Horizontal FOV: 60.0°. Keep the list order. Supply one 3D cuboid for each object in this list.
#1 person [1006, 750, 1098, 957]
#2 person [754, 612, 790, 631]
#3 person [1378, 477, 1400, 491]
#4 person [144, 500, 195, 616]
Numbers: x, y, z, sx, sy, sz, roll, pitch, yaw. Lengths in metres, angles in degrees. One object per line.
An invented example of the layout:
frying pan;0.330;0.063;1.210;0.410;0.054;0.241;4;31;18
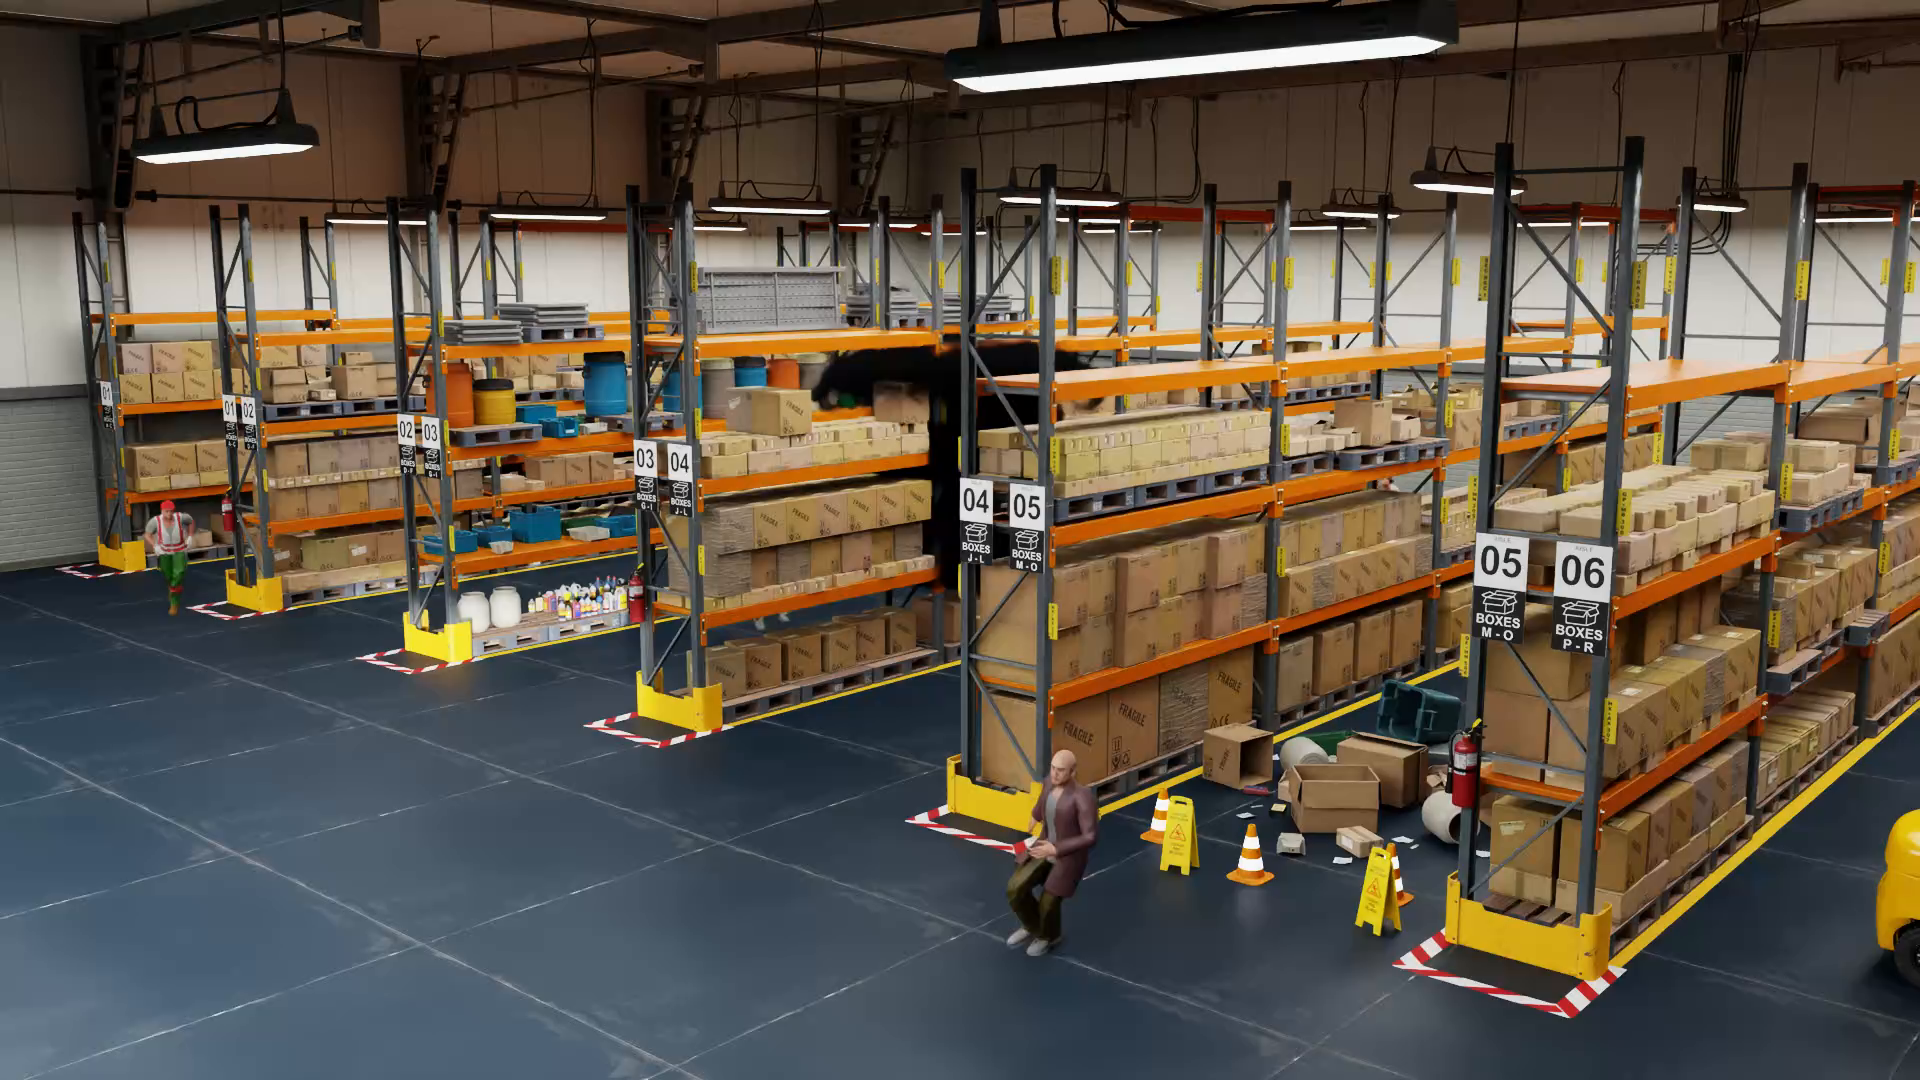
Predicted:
person;0.678;2.341;12.261;0.875;1.690;0.757;7;12;37
person;-2.695;0.379;23.094;0.652;1.738;0.823;-1;10;-8
person;7.510;-0.399;28.951;0.594;1.650;0.918;9;13;44
person;-11.821;0.213;24.929;0.689;1.730;1.051;-5;11;-27
